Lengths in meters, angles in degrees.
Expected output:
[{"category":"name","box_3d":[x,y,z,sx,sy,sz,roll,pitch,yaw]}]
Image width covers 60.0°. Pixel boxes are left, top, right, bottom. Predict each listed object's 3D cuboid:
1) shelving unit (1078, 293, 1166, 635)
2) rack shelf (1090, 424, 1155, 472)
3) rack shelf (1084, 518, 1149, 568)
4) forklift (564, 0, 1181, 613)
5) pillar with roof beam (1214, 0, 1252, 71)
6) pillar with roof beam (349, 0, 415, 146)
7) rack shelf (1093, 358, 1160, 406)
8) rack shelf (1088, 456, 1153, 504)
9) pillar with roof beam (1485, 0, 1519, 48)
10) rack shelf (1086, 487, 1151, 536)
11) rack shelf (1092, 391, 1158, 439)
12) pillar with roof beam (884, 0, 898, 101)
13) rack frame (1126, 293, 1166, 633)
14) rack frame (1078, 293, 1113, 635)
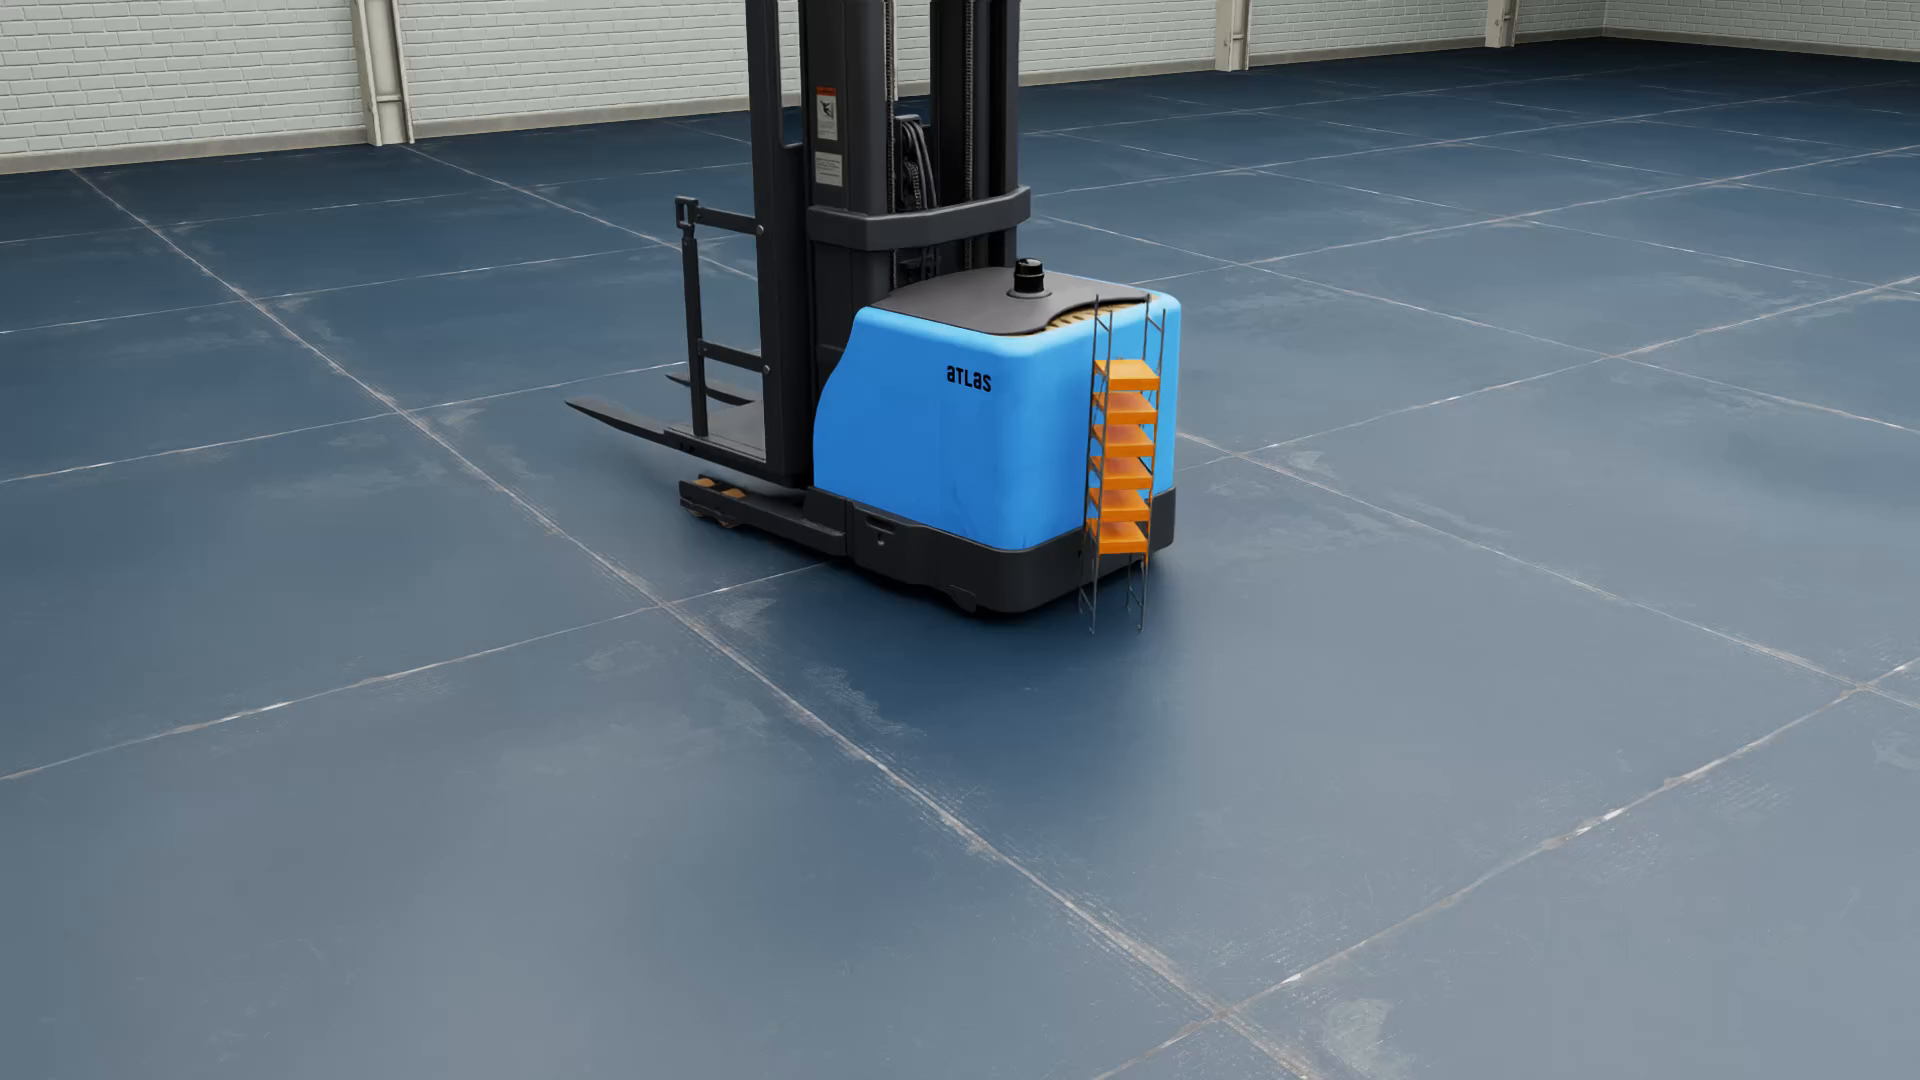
[{"category":"shelving unit","box_3d":[0.570,-0.262,5.927,0.189,1.200,0.258,-2,22,-8]},{"category":"rack shelf","box_3d":[0.571,-0.332,5.899,0.180,0.103,0.258,-2,22,-8]},{"category":"rack shelf","box_3d":[0.562,0.003,6.031,0.180,0.103,0.258,-2,22,-8]},{"category":"forklift","box_3d":[-0.565,-1.537,6.792,3.031,2.935,1.130,19,28,39]},{"category":"pillar with roof beam","box_3d":[6.374,-9.589,18.785,0.400,9.000,9.100,-15,26,-33]},{"category":"pillar with roof beam","box_3d":[-3.367,-6.992,12.276,0.400,9.000,9.100,-15,26,-33]},{"category":"rack shelf","box_3d":[0.577,-0.555,5.811,0.180,0.103,0.258,-2,22,-8]},{"category":"rack shelf","box_3d":[0.568,-0.220,5.943,0.180,0.103,0.258,-2,22,-8]},{"category":"pillar with roof beam","box_3d":[11.245,-10.888,22.040,0.400,9.000,9.100,-15,26,-33]},{"category":"rack shelf","box_3d":[0.565,-0.109,5.987,0.180,0.103,0.258,-2,22,-8]},{"category":"rack shelf","box_3d":[0.574,-0.443,5.855,0.180,0.103,0.258,-2,22,-8]},{"category":"pillar with roof beam","box_3d":[1.504,-8.291,15.531,0.400,9.000,9.100,-15,26,-33]},{"category":"rack frame","box_3d":[0.660,-0.265,5.940,0.006,1.200,0.240,-2,22,-8]},{"category":"rack frame","box_3d":[0.479,-0.259,5.913,0.006,1.200,0.240,-2,22,-8]}]
